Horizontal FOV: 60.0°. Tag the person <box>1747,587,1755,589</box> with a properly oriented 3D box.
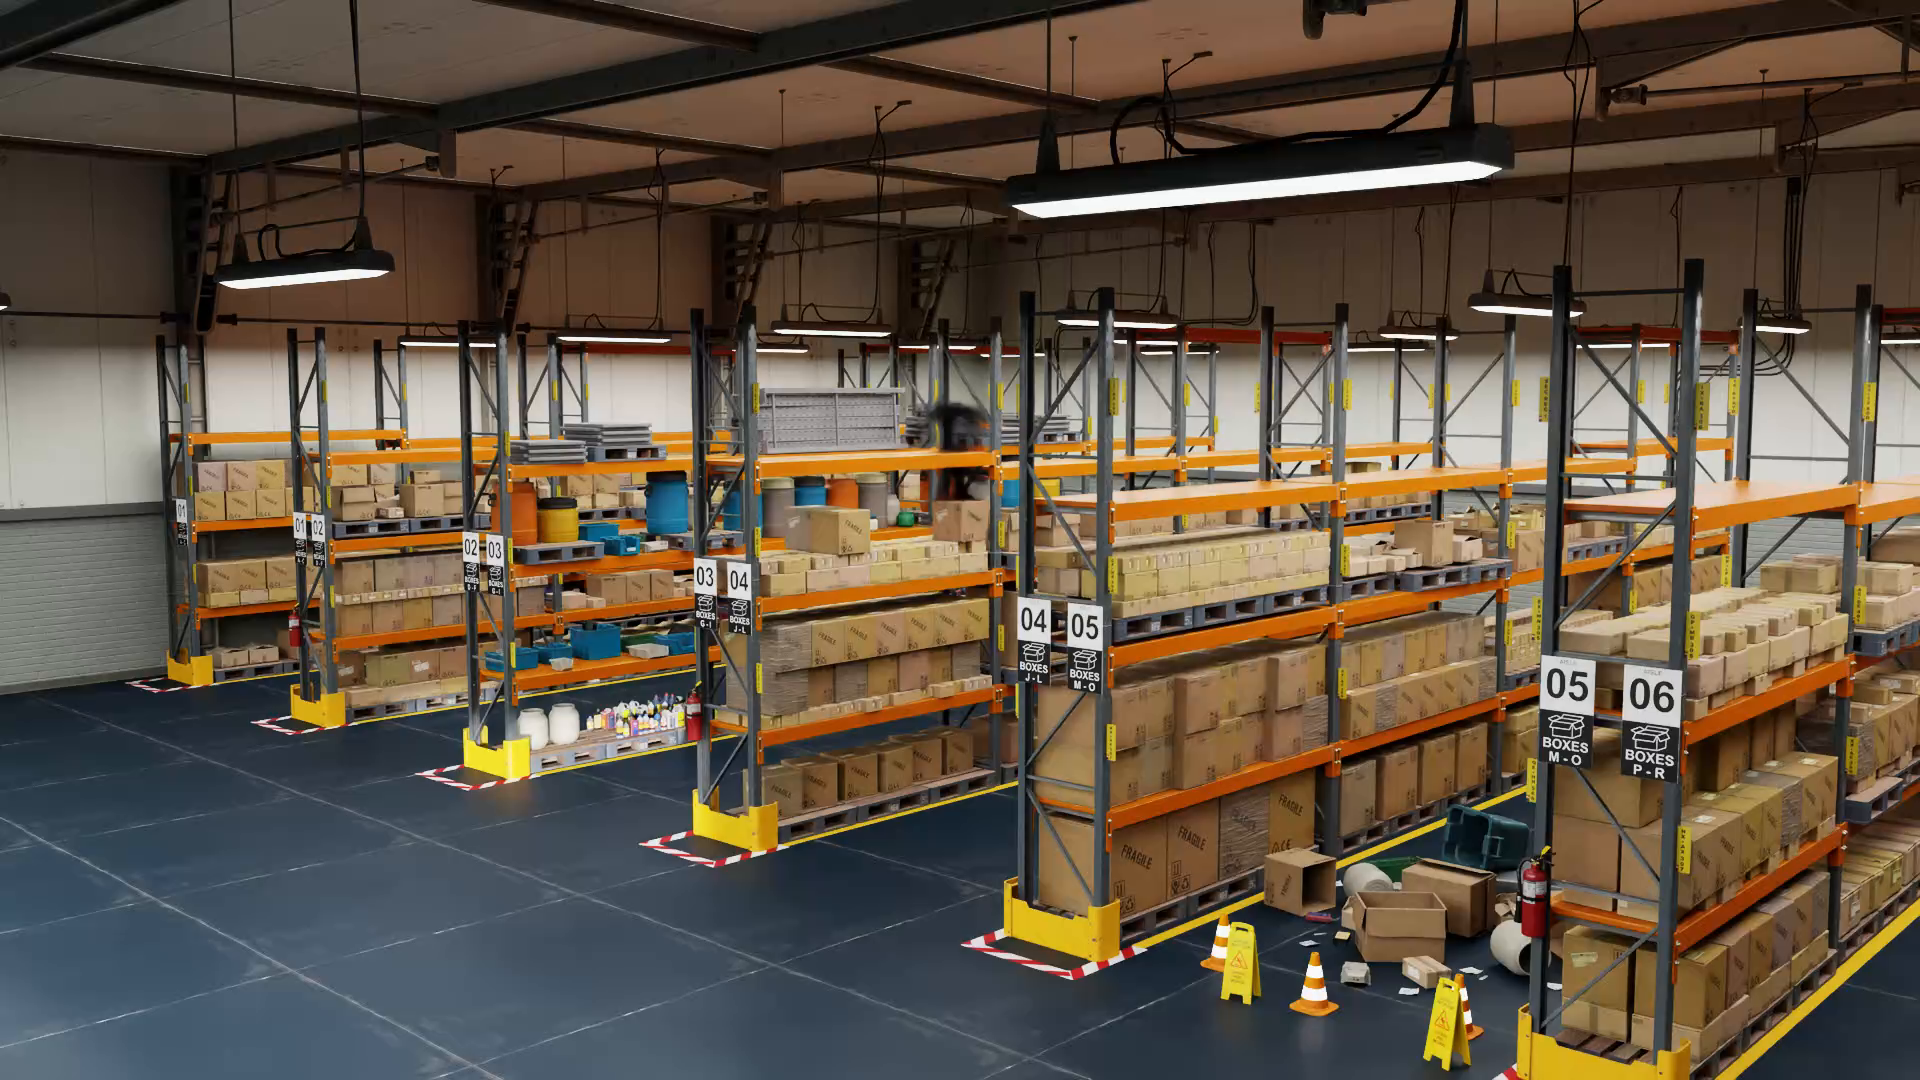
[{"bbox_3d":[13.157,1.670,27.626,0.970,1.766,0.720,3,6,28],"label":"person"}]

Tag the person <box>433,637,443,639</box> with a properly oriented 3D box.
[{"bbox_3d":[-9.150,1.583,29.280,0.524,1.705,0.861,5,7,40],"label":"person"}]
